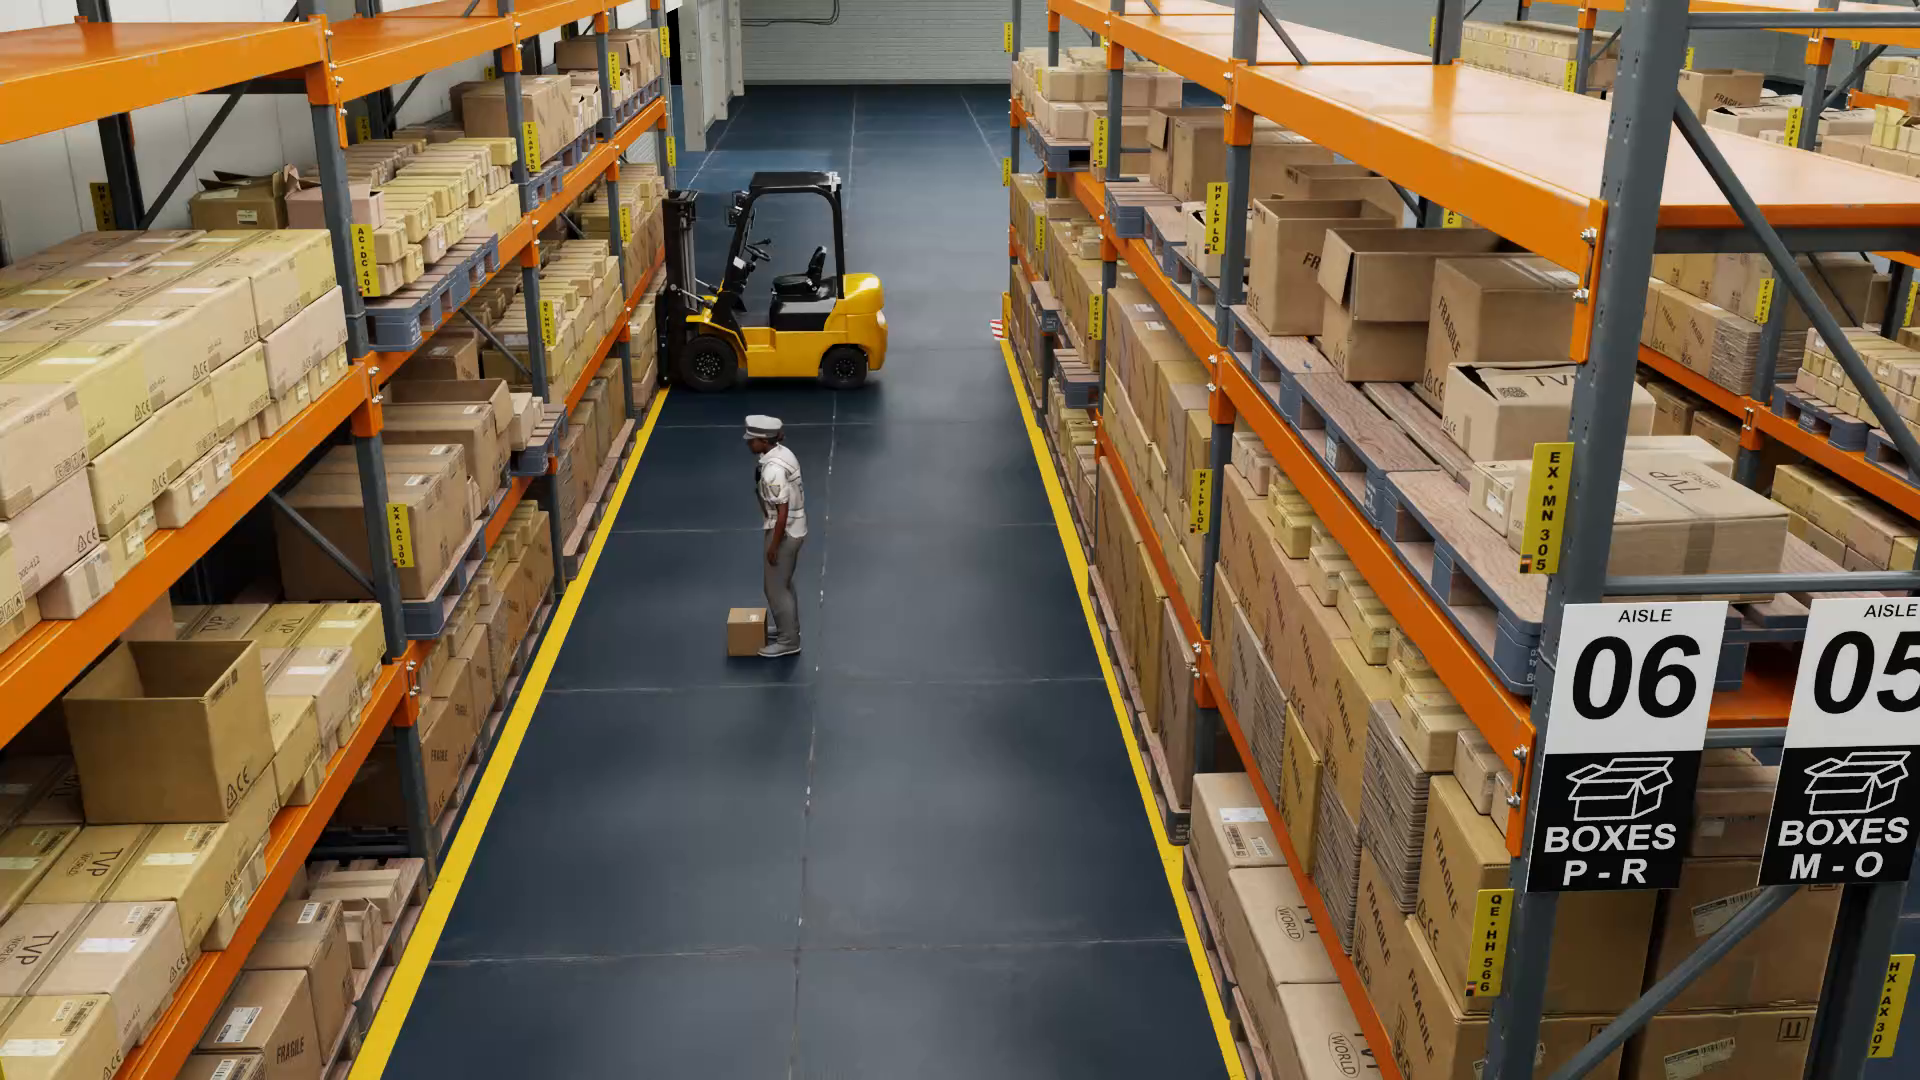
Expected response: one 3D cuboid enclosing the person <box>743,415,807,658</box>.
[{"bbox_3d":[-1.226,-0.038,11.179,0.398,1.659,0.521,-2,21,-4],"label":"person"}]
